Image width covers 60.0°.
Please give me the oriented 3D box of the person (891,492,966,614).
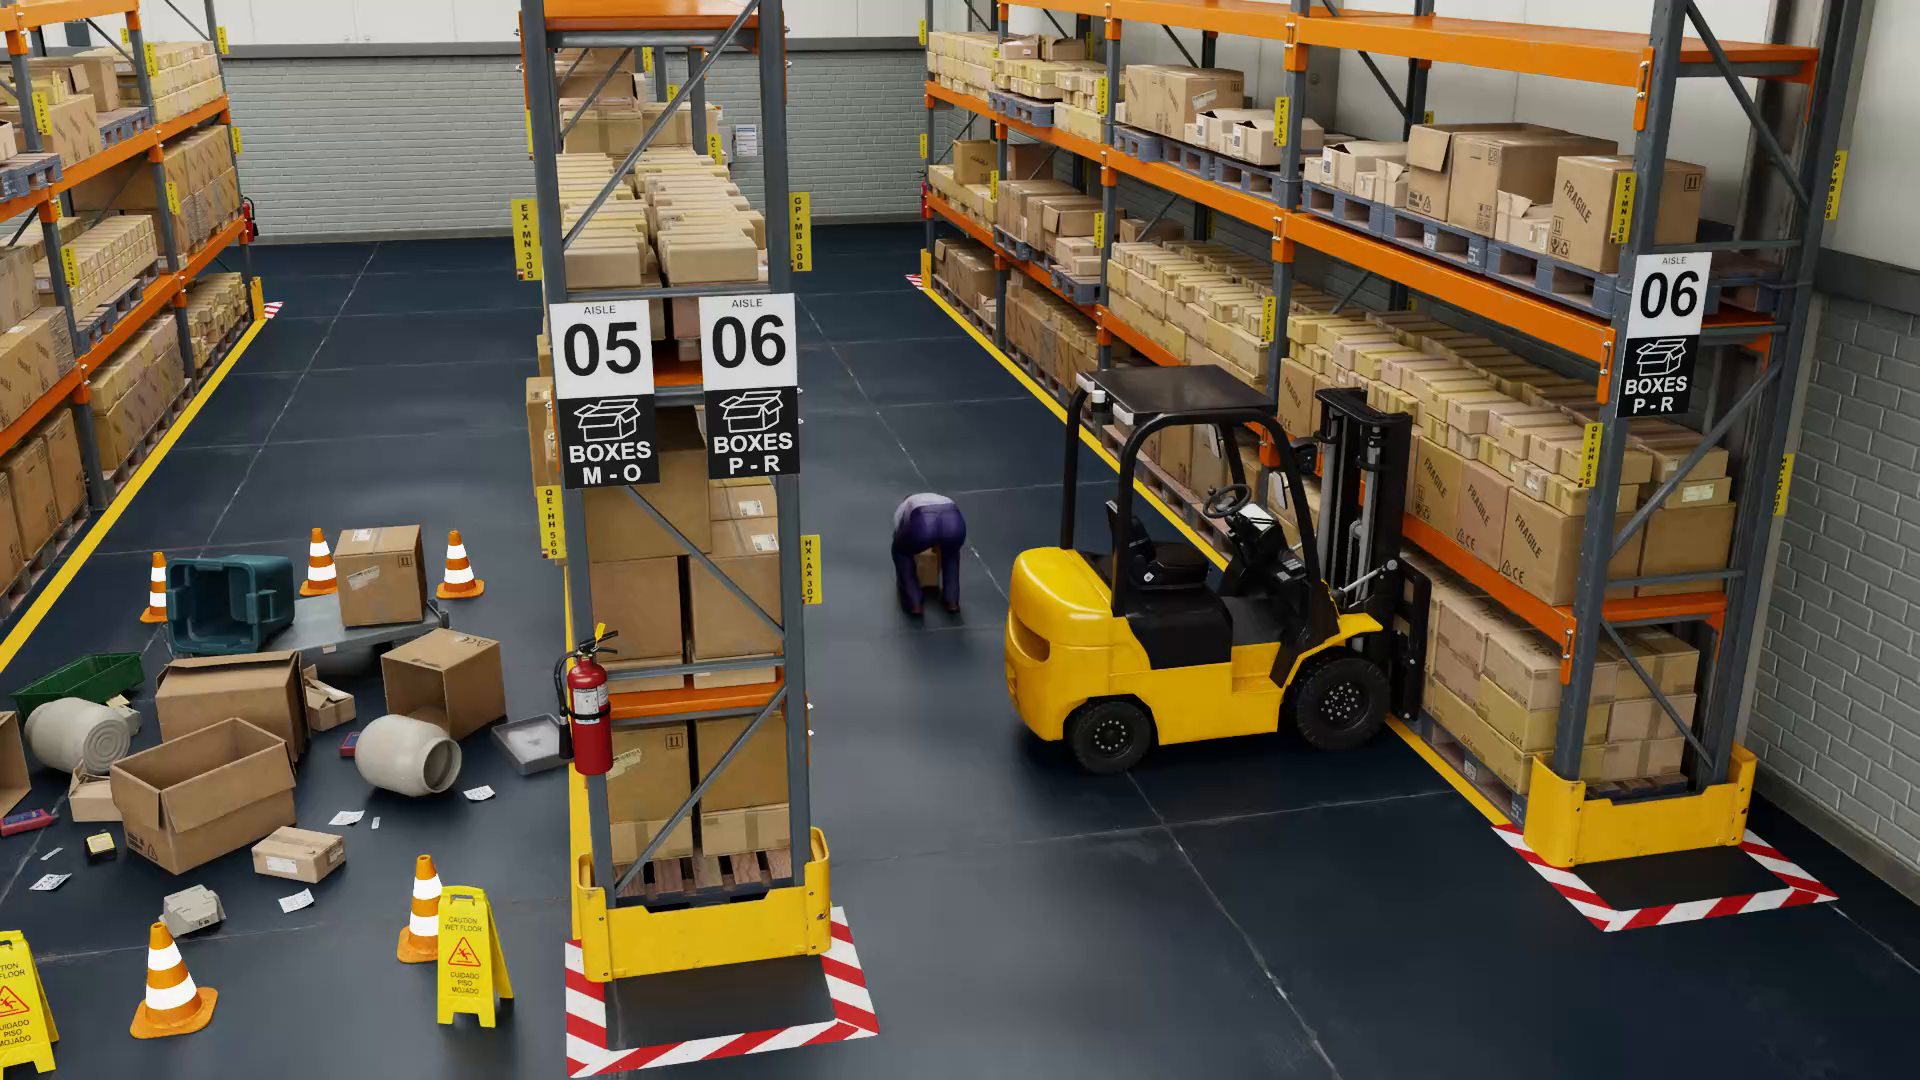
[{"bbox_3d":[-0.251,0.043,12.152,0.519,0.854,0.899,-6,20,-15],"label":"person"}]
